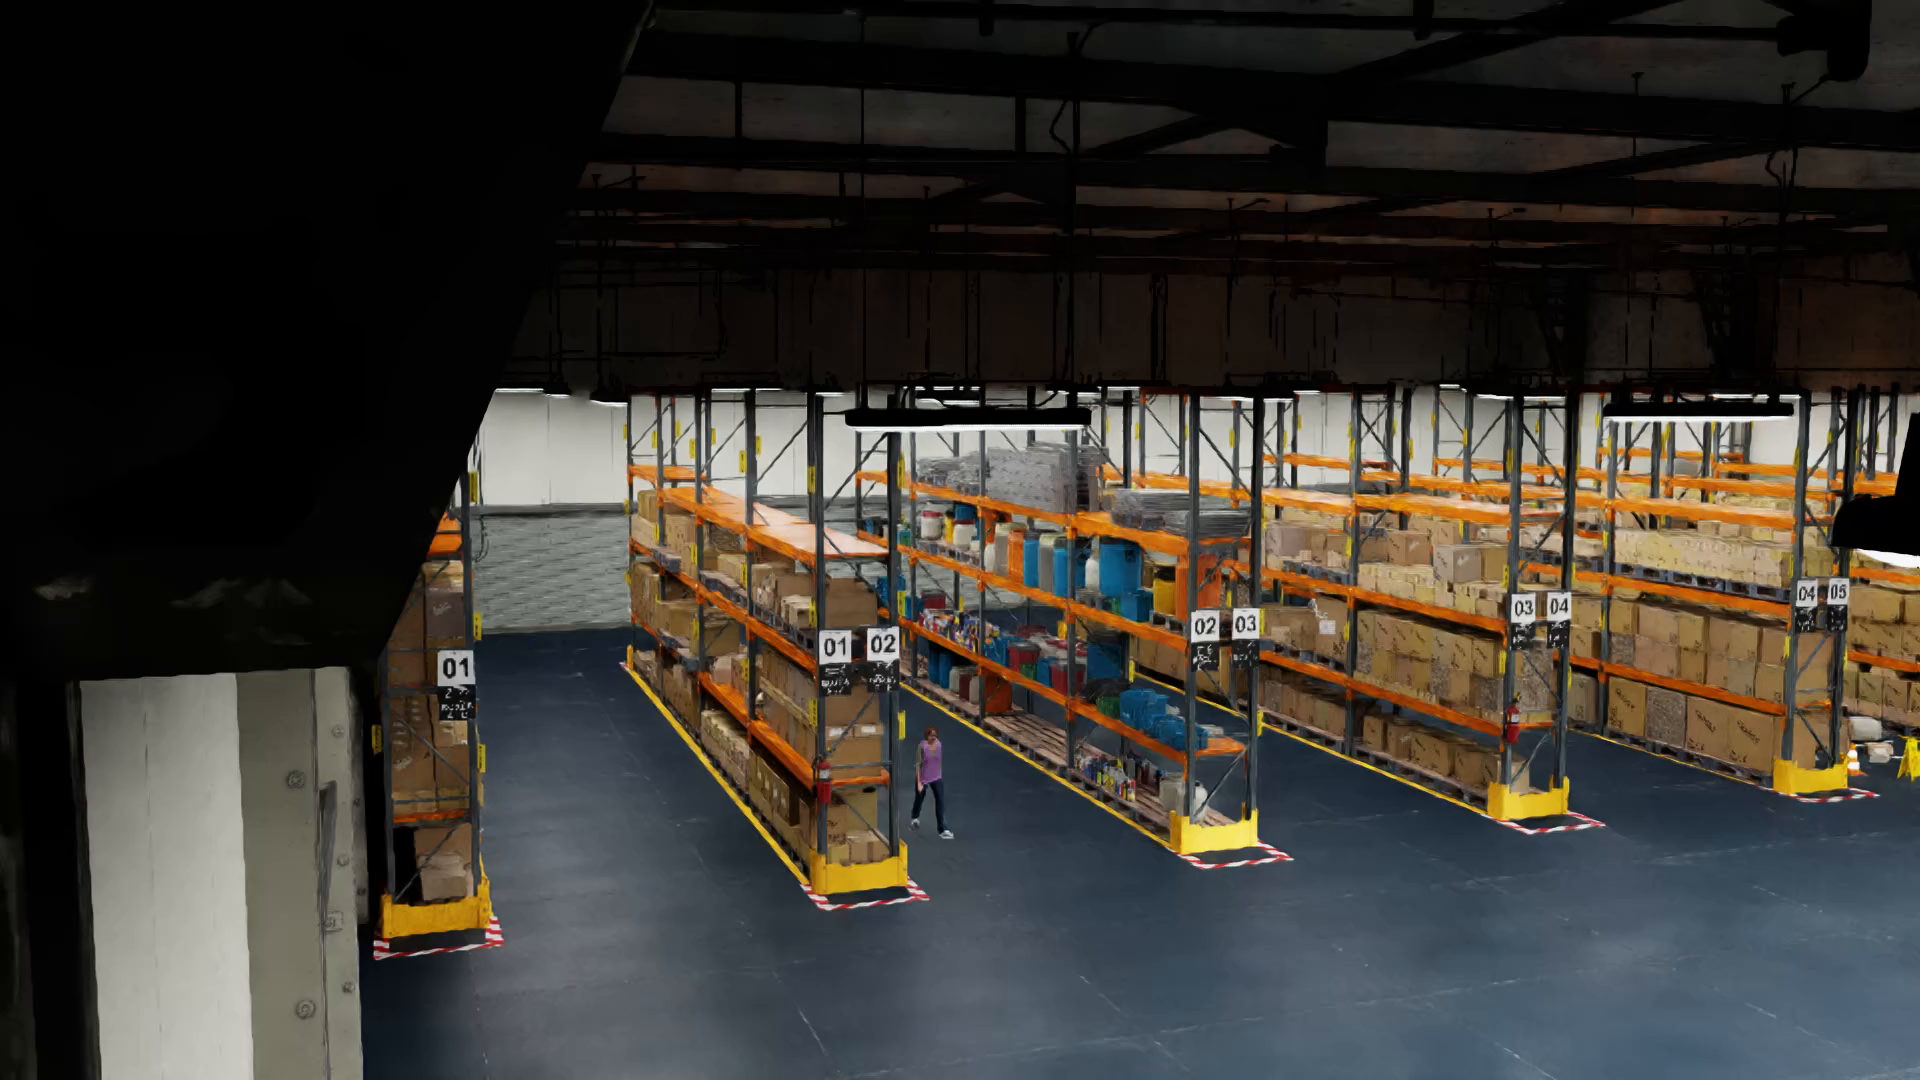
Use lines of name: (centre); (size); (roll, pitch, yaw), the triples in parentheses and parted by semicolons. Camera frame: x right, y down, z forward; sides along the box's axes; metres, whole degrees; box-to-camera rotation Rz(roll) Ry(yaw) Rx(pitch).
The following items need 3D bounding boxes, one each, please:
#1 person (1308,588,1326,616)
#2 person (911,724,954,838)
person: (7.634, 1.819, 35.347); (0.553, 1.709, 1.123); (-2, 6, -17)
person: (-0.425, 3.232, 22.566); (0.419, 1.514, 1.038); (-2, 6, -21)
